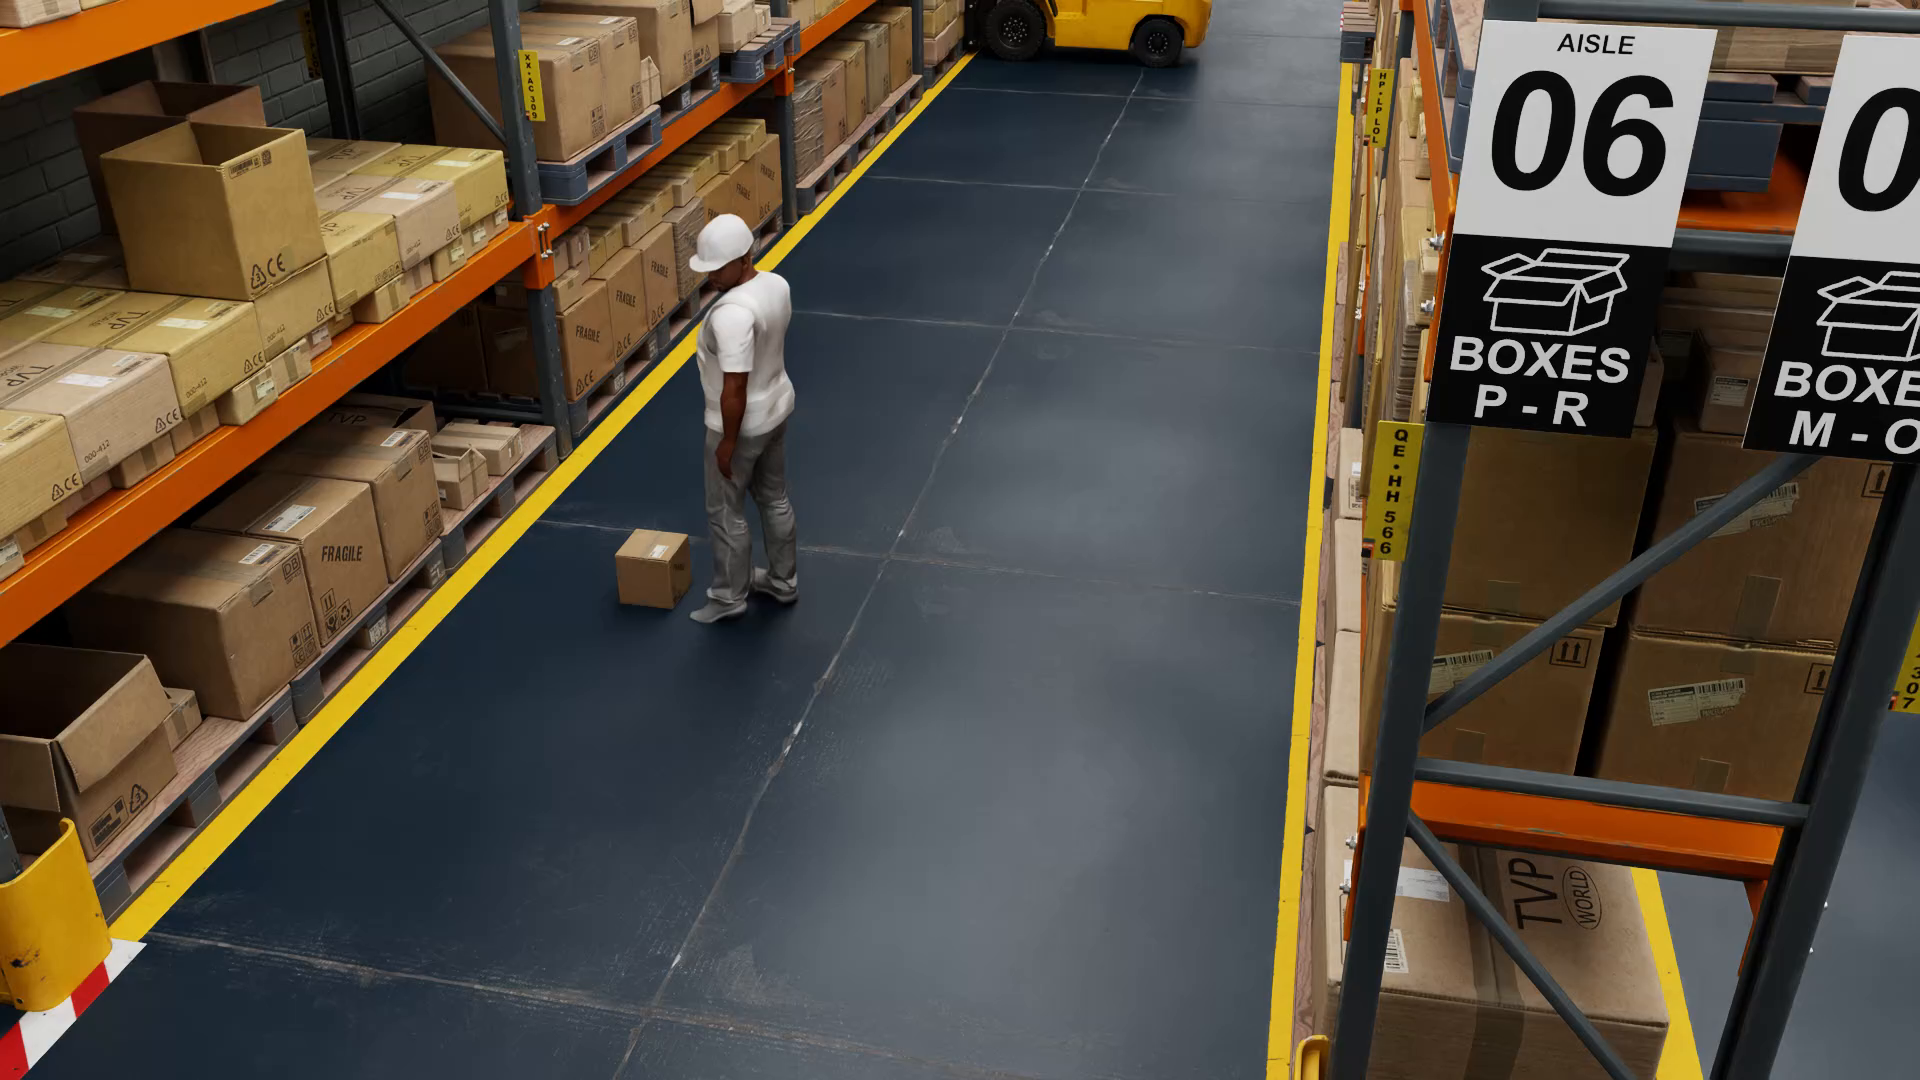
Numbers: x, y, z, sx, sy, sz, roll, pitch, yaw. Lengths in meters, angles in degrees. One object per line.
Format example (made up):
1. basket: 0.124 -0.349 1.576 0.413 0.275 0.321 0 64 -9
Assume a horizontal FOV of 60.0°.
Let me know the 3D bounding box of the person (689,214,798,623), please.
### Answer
1. person: -0.936 -0.495 7.030 0.471 1.840 0.631 12 31 20
